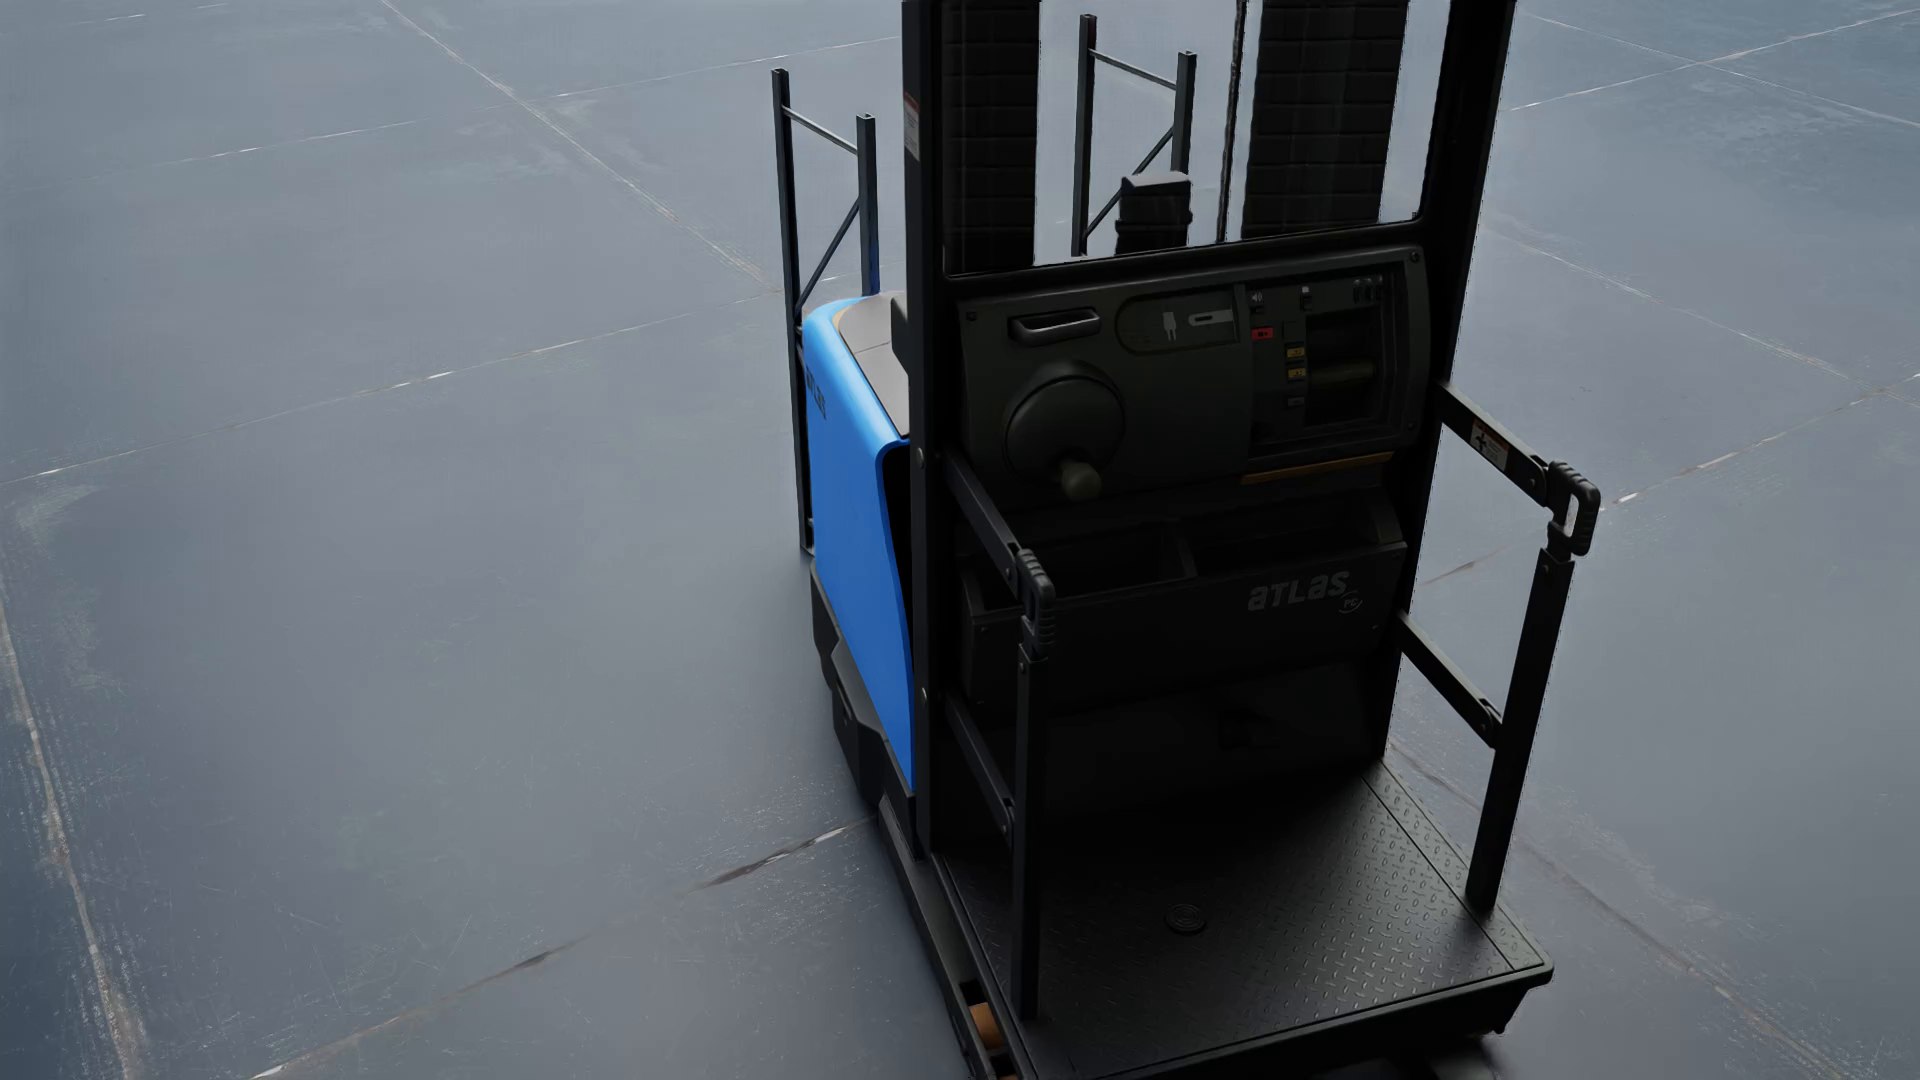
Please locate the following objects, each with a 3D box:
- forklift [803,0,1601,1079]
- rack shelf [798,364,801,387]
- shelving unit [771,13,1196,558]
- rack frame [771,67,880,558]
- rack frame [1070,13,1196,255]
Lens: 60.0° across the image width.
[{"bbox_3d":[0.513,-0.256,2.908,1.130,2.935,3.031,-9,33,-15],"label":"forklift"},{"bbox_3d":[0.072,-0.507,4.985,1.000,0.185,0.538,-19,37,-27],"label":"rack shelf"},{"bbox_3d":[0.072,-0.659,4.889,1.048,1.500,0.538,-19,37,-27],"label":"shelving unit"},{"bbox_3d":[-0.356,-0.512,4.656,0.032,1.500,0.500,-19,37,-27],"label":"rack frame"},{"bbox_3d":[0.499,-0.806,5.122,0.032,1.500,0.500,-19,37,-27],"label":"rack frame"}]
